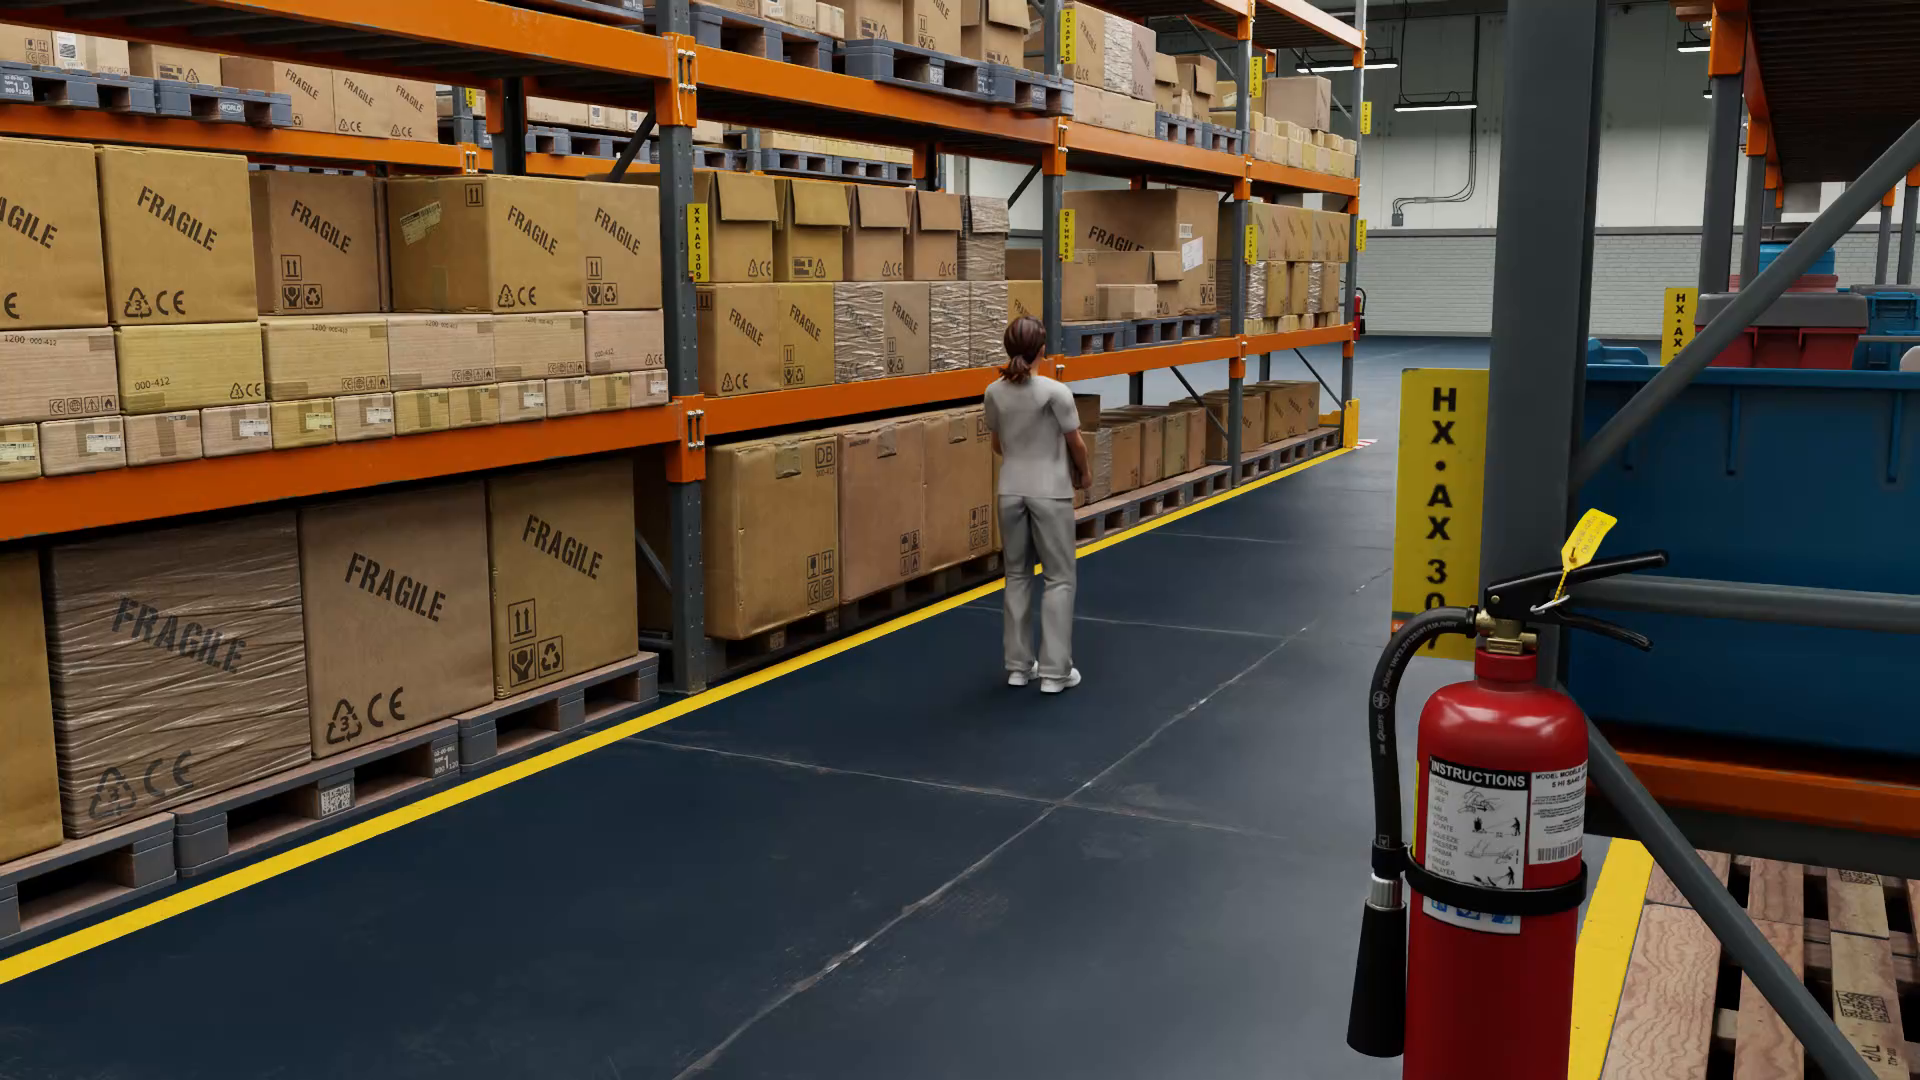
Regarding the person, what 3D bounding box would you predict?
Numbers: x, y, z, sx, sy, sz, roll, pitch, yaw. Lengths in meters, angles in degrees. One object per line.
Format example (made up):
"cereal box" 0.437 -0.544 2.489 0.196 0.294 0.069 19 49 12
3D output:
"person" 0.351 -0.170 7.447 0.442 1.667 0.549 4 10 26
